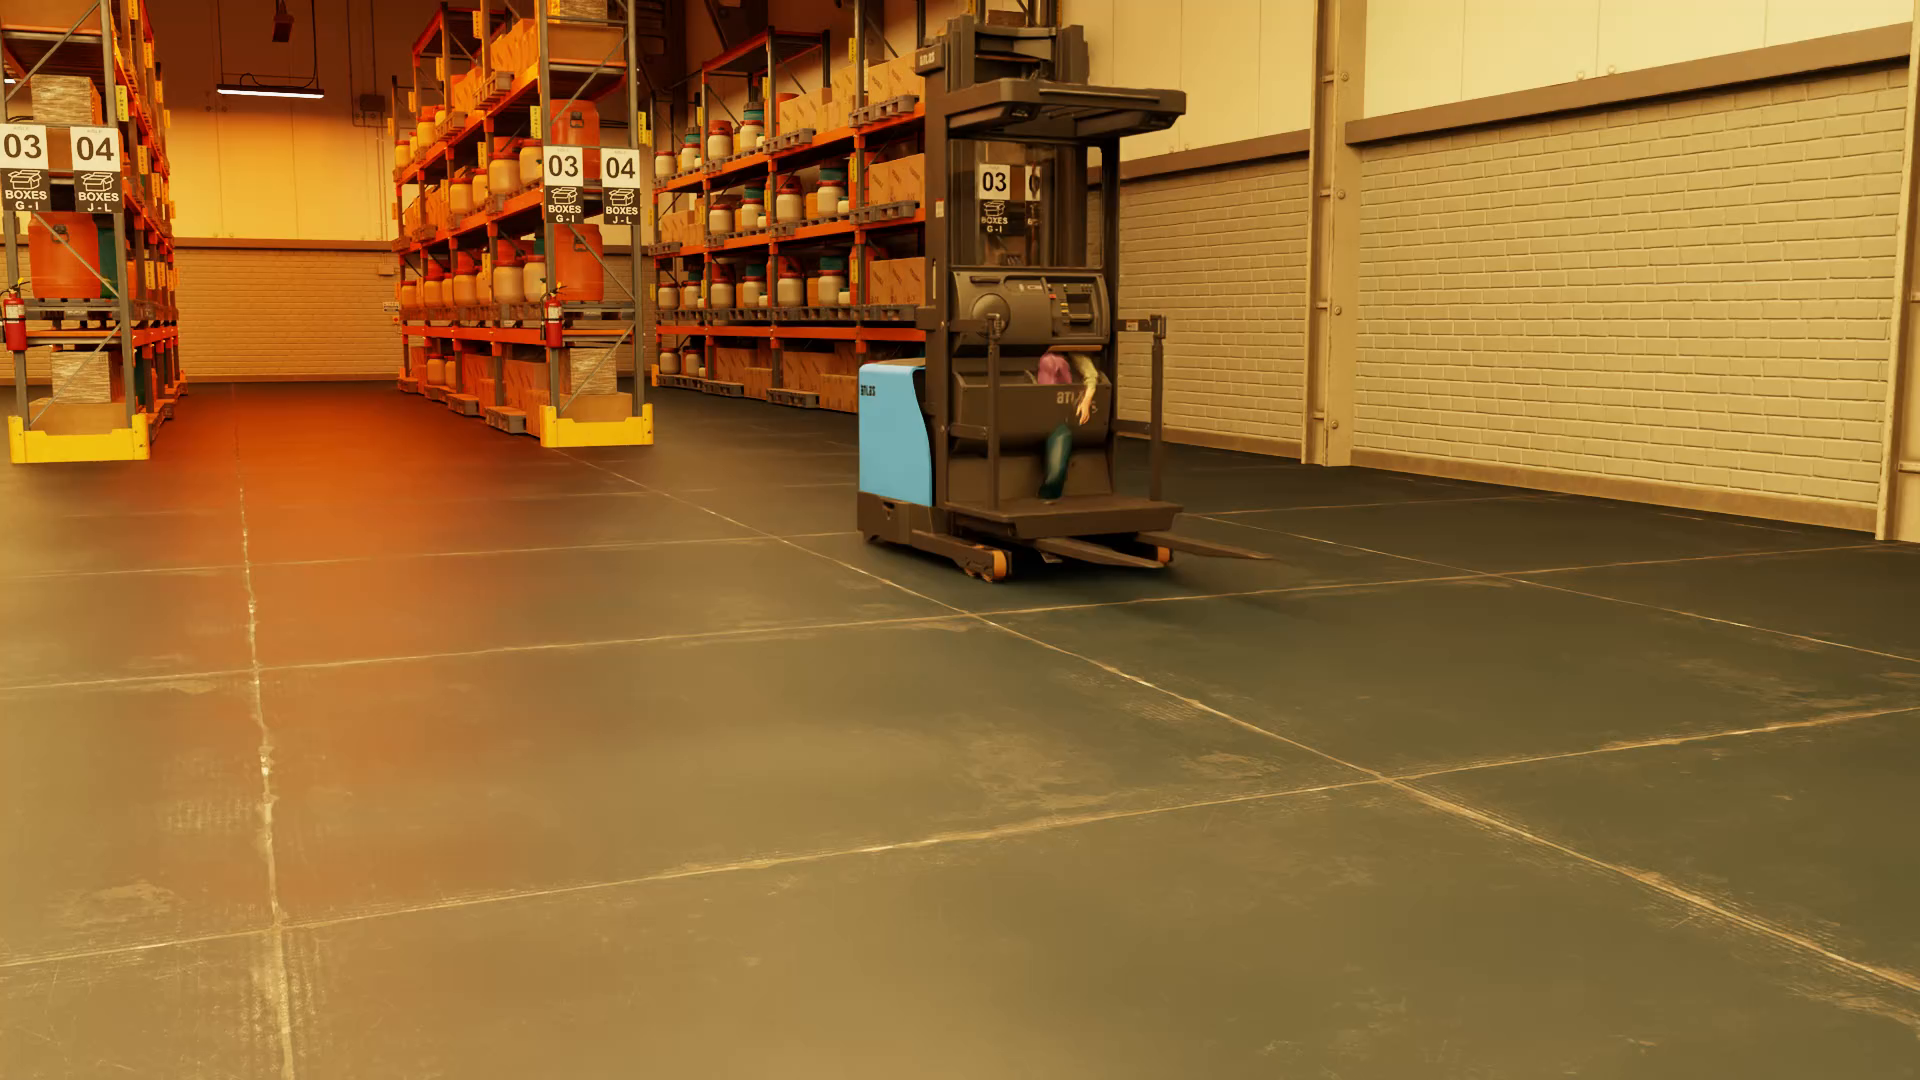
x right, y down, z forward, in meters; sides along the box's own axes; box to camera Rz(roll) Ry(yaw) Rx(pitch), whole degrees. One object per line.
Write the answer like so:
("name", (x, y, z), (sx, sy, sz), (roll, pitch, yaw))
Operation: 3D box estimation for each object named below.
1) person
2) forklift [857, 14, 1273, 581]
("person", (0.382, -0.584, 9.207), (0.707, 1.406, 0.528), (3, 8, 21))
("forklift", (0.492, -1.305, 8.837), (1.130, 2.935, 3.031), (-4, 8, -27))
